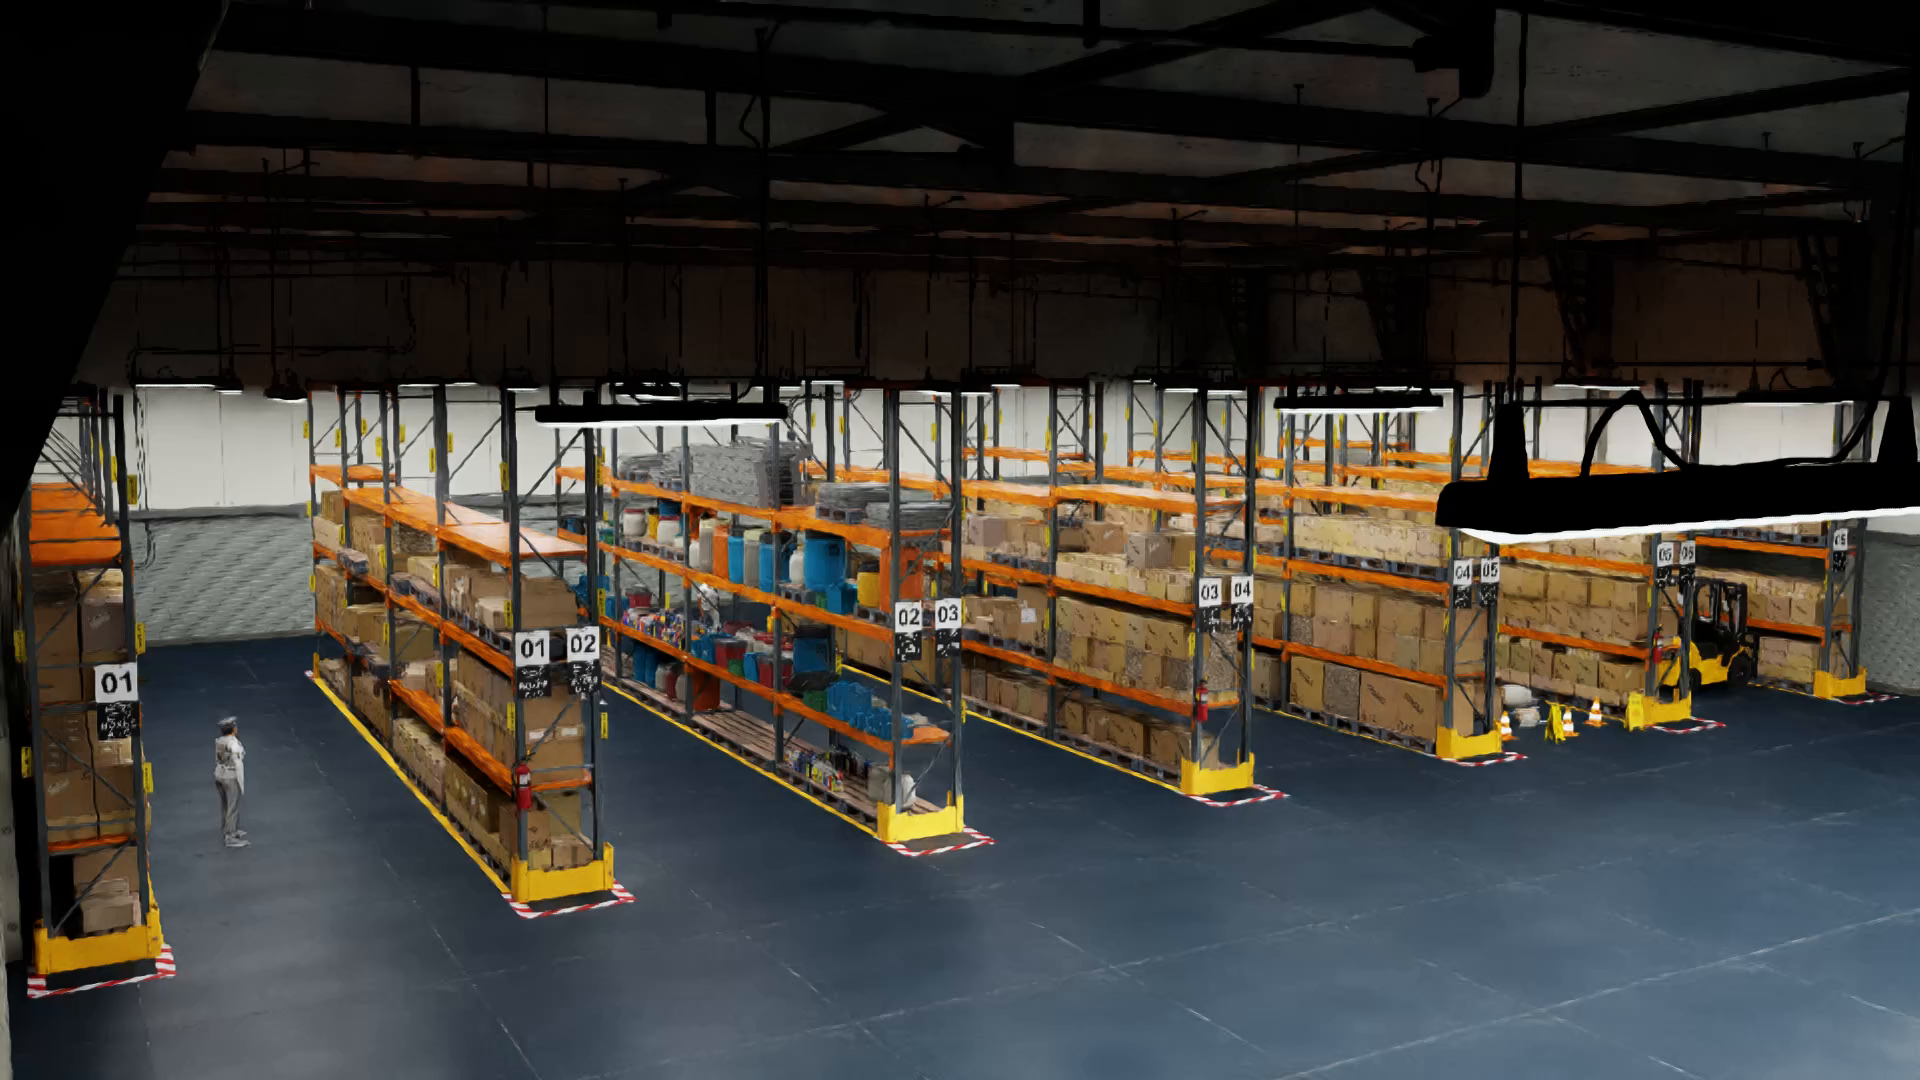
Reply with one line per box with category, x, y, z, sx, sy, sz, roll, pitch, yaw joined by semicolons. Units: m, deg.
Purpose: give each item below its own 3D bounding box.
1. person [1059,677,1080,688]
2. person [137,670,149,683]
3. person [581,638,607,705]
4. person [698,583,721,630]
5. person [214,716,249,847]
person;2.007;2.217;30.912;0.627;1.663;0.518;4;7;35
person;-16.532;1.976;32.752;0.678;1.770;0.714;3;7;27
person;-6.881;2.277;30.928;0.417;1.517;1.037;-3;7;-26
person;-5.685;1.531;37.640;0.497;1.583;1.090;-3;7;-27
person;-9.566;3.159;21.882;0.551;1.684;0.433;4;7;35
